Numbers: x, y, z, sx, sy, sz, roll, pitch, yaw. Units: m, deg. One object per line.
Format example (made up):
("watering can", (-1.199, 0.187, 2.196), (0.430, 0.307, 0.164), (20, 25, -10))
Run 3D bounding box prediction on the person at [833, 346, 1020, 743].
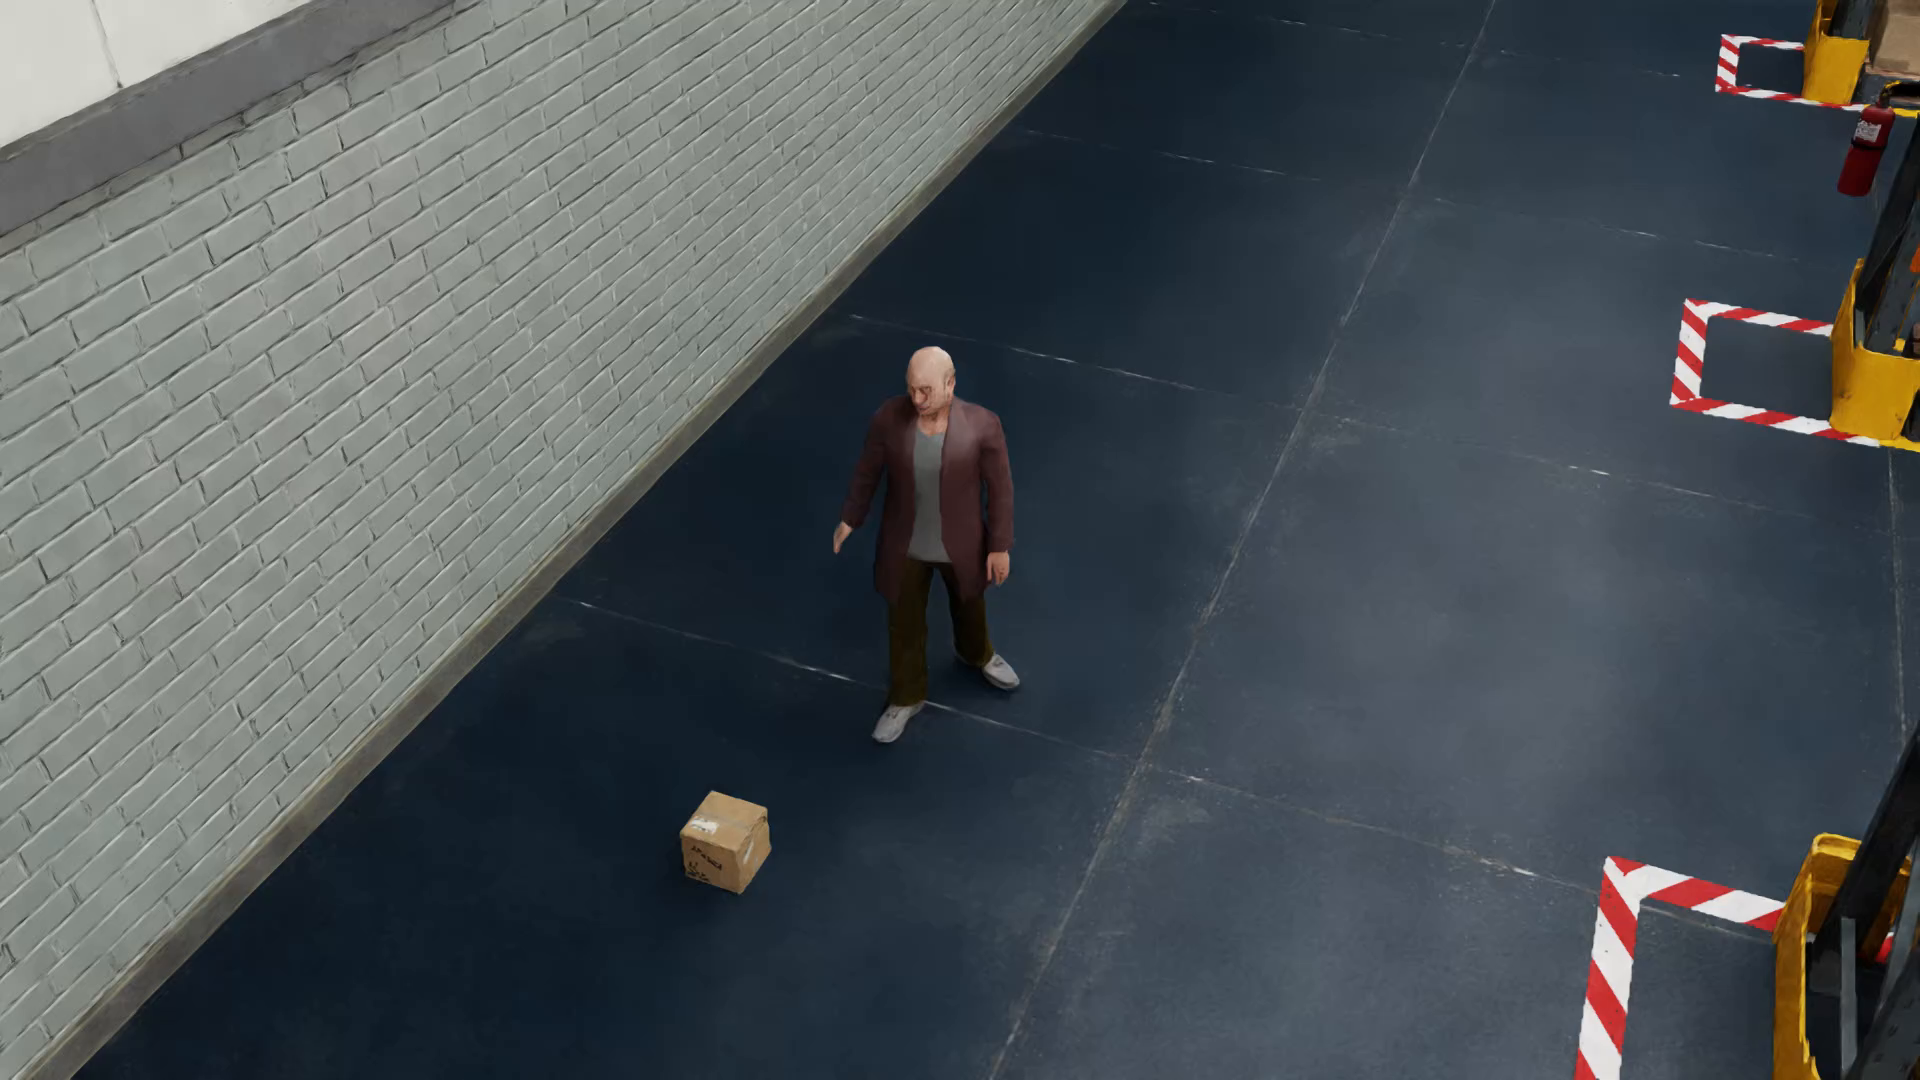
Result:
("person", (-0.143, 0.001, 6.821), (0.791, 1.774, 0.697), (5, 37, 7))
